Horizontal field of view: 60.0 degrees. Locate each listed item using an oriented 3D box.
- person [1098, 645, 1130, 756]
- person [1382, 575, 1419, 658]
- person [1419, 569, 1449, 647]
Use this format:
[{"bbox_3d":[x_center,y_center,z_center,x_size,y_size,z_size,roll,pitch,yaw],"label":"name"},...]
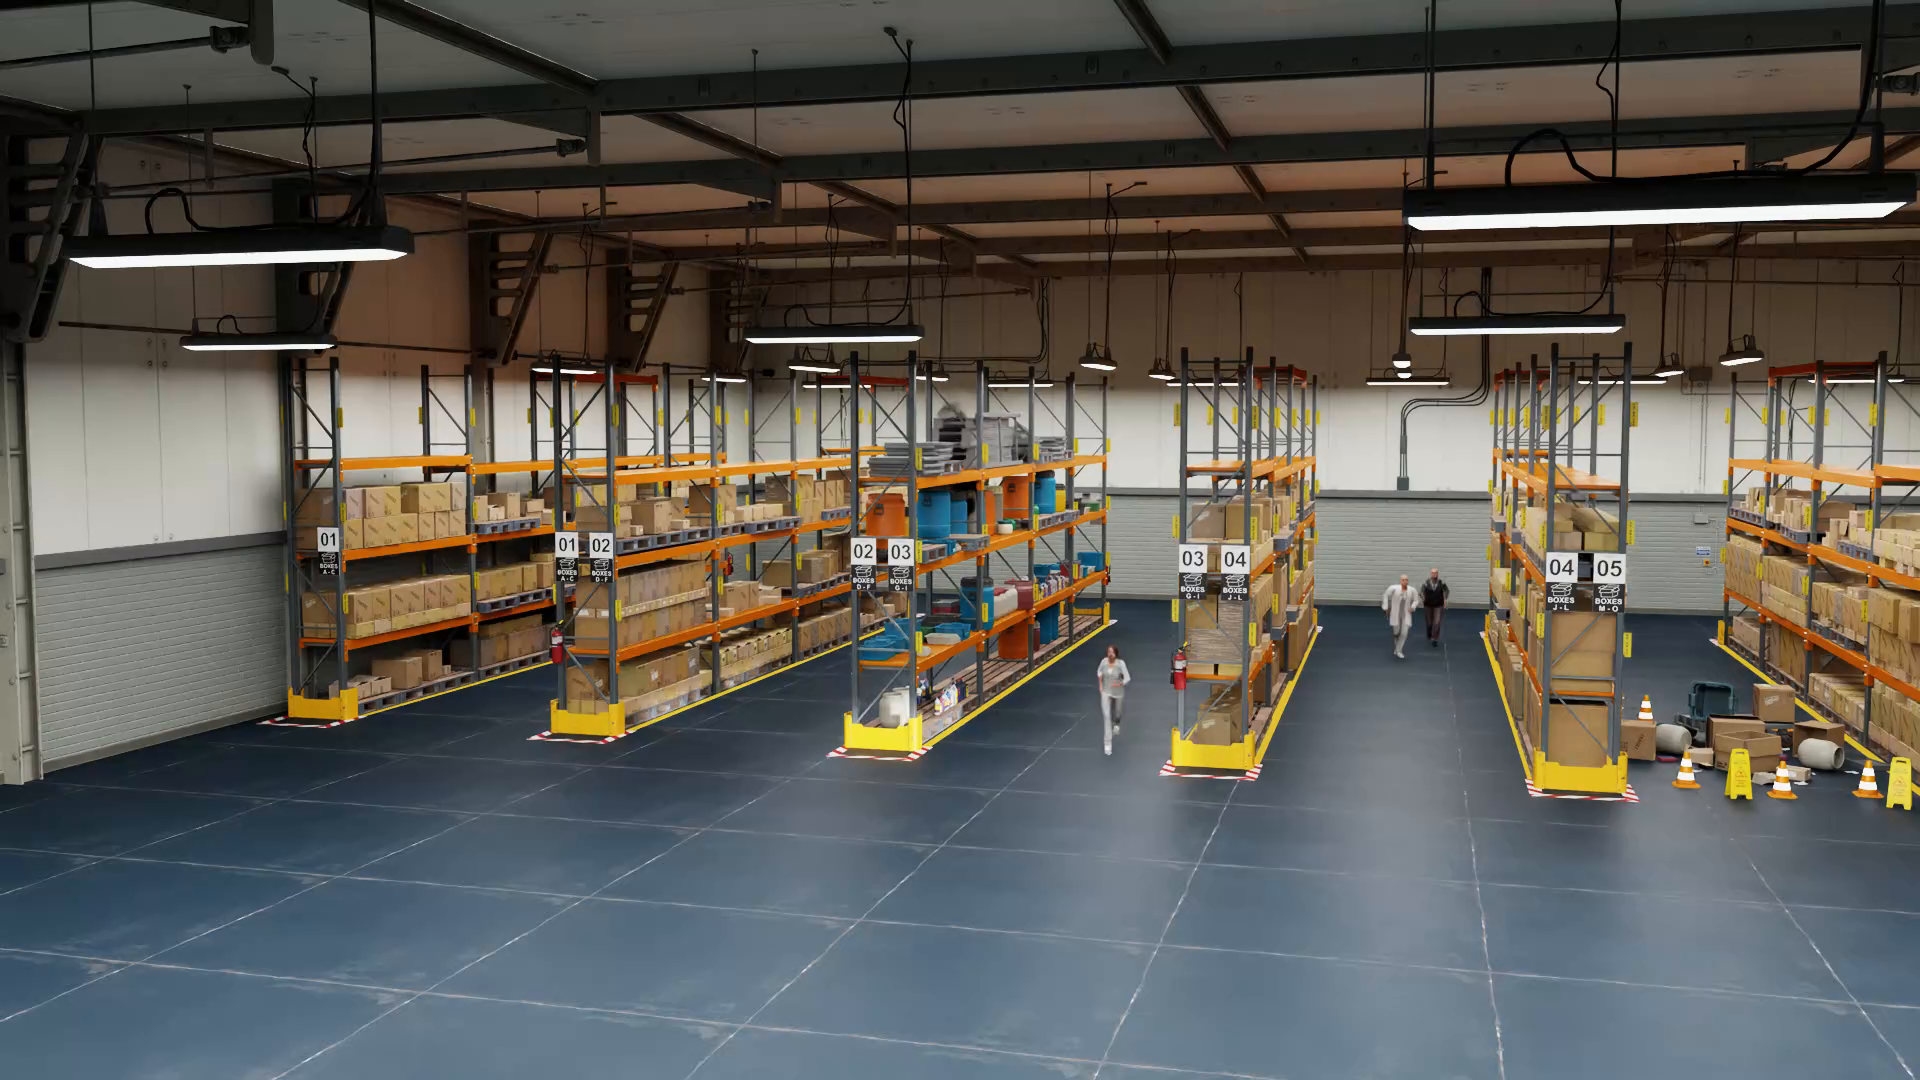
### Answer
[{"bbox_3d":[2.322,2.373,25.122,0.495,1.615,1.017,0,4,7],"label":"person"},{"bbox_3d":[9.276,1.591,35.007,0.744,1.739,0.750,1,4,8],"label":"person"},{"bbox_3d":[10.431,1.469,36.614,0.654,1.704,0.881,1,4,16],"label":"person"}]
